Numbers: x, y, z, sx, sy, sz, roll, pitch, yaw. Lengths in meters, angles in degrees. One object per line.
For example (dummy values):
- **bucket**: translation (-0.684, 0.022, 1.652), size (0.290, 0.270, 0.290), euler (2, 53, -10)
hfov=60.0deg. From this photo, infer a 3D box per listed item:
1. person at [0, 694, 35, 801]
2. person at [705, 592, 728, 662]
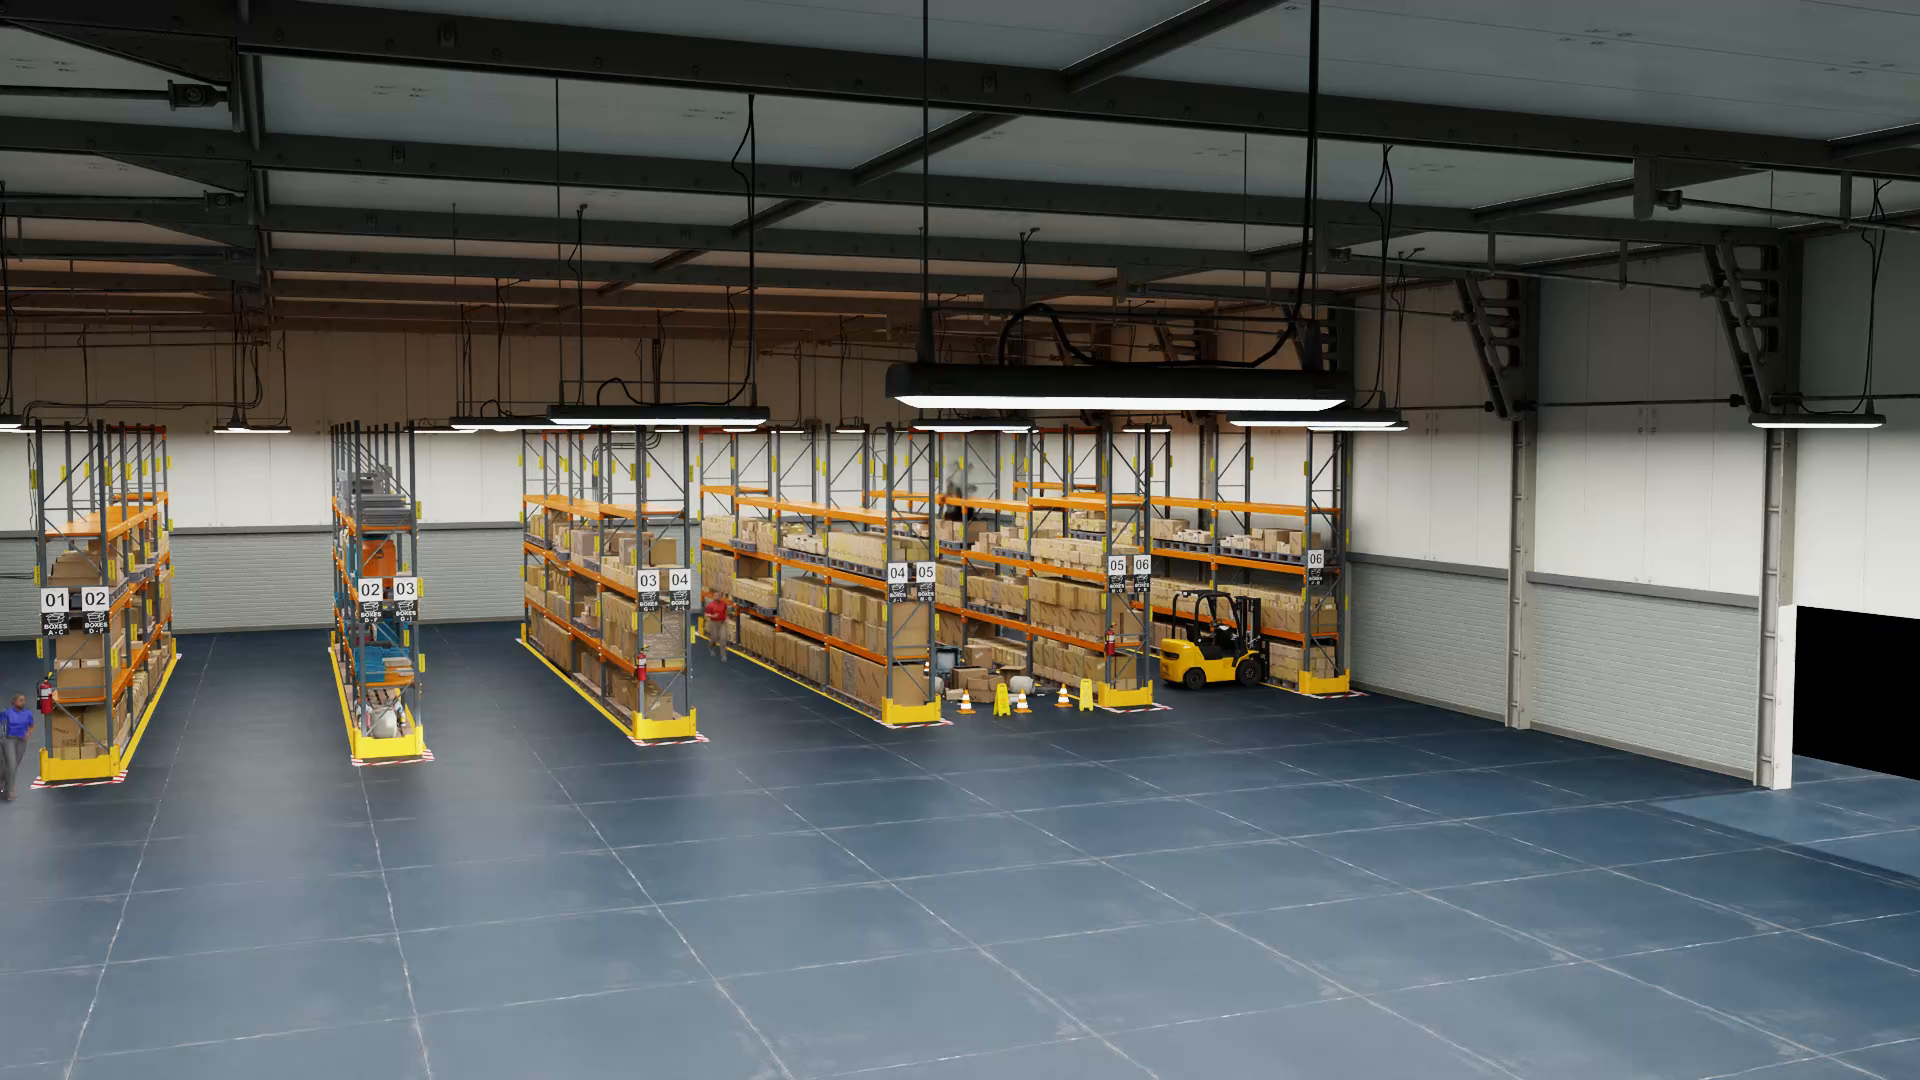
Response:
- **person**: translation (-15.066, 3.261, 26.503), size (0.848, 1.628, 0.624), euler (3, 4, 37)
- **person**: translation (-6.202, 2.201, 42.498), size (0.660, 1.753, 0.969), euler (-2, 4, -26)
